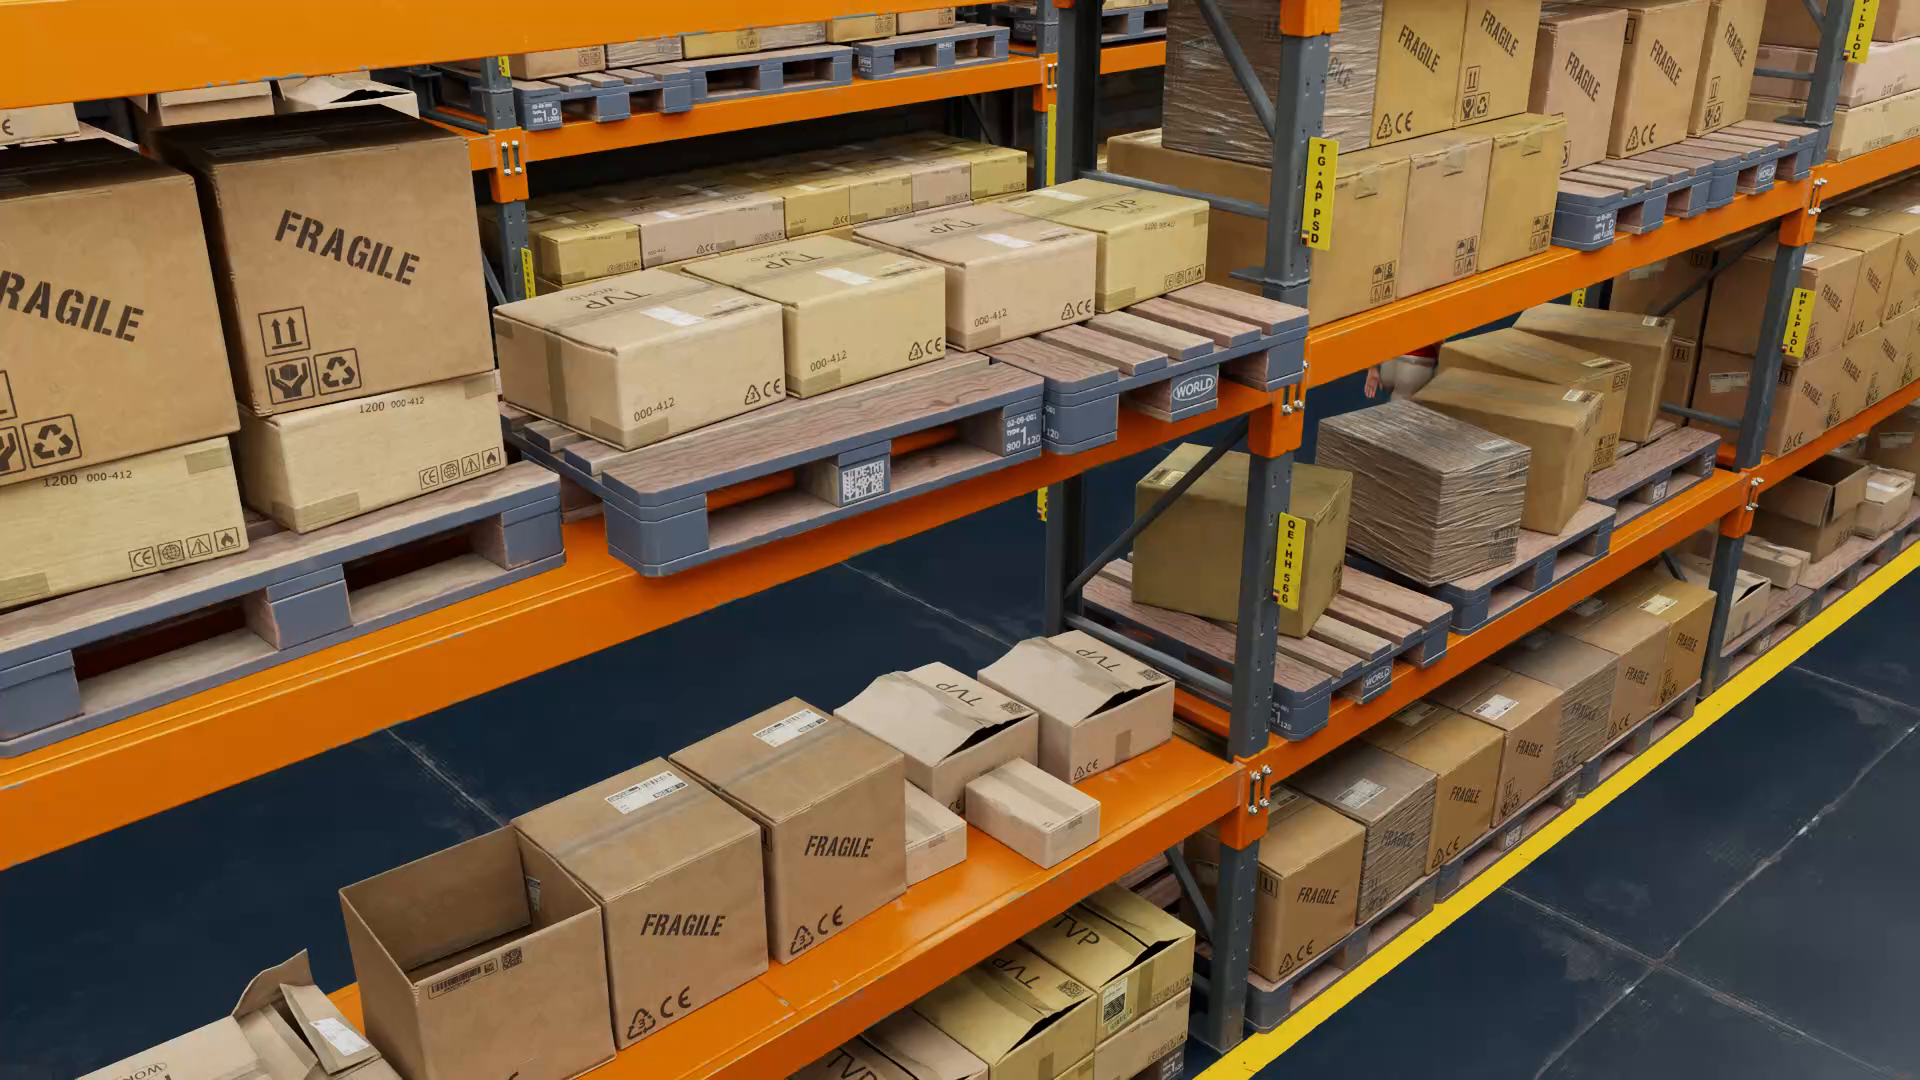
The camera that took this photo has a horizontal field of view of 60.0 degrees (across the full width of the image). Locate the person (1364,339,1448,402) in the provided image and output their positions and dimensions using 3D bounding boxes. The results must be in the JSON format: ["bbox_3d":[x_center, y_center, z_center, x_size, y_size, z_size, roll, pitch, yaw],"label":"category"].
[{"bbox_3d":[3.042,-1.116,11.121,1.060,1.668,0.529,-11,26,-23],"label":"person"}]
